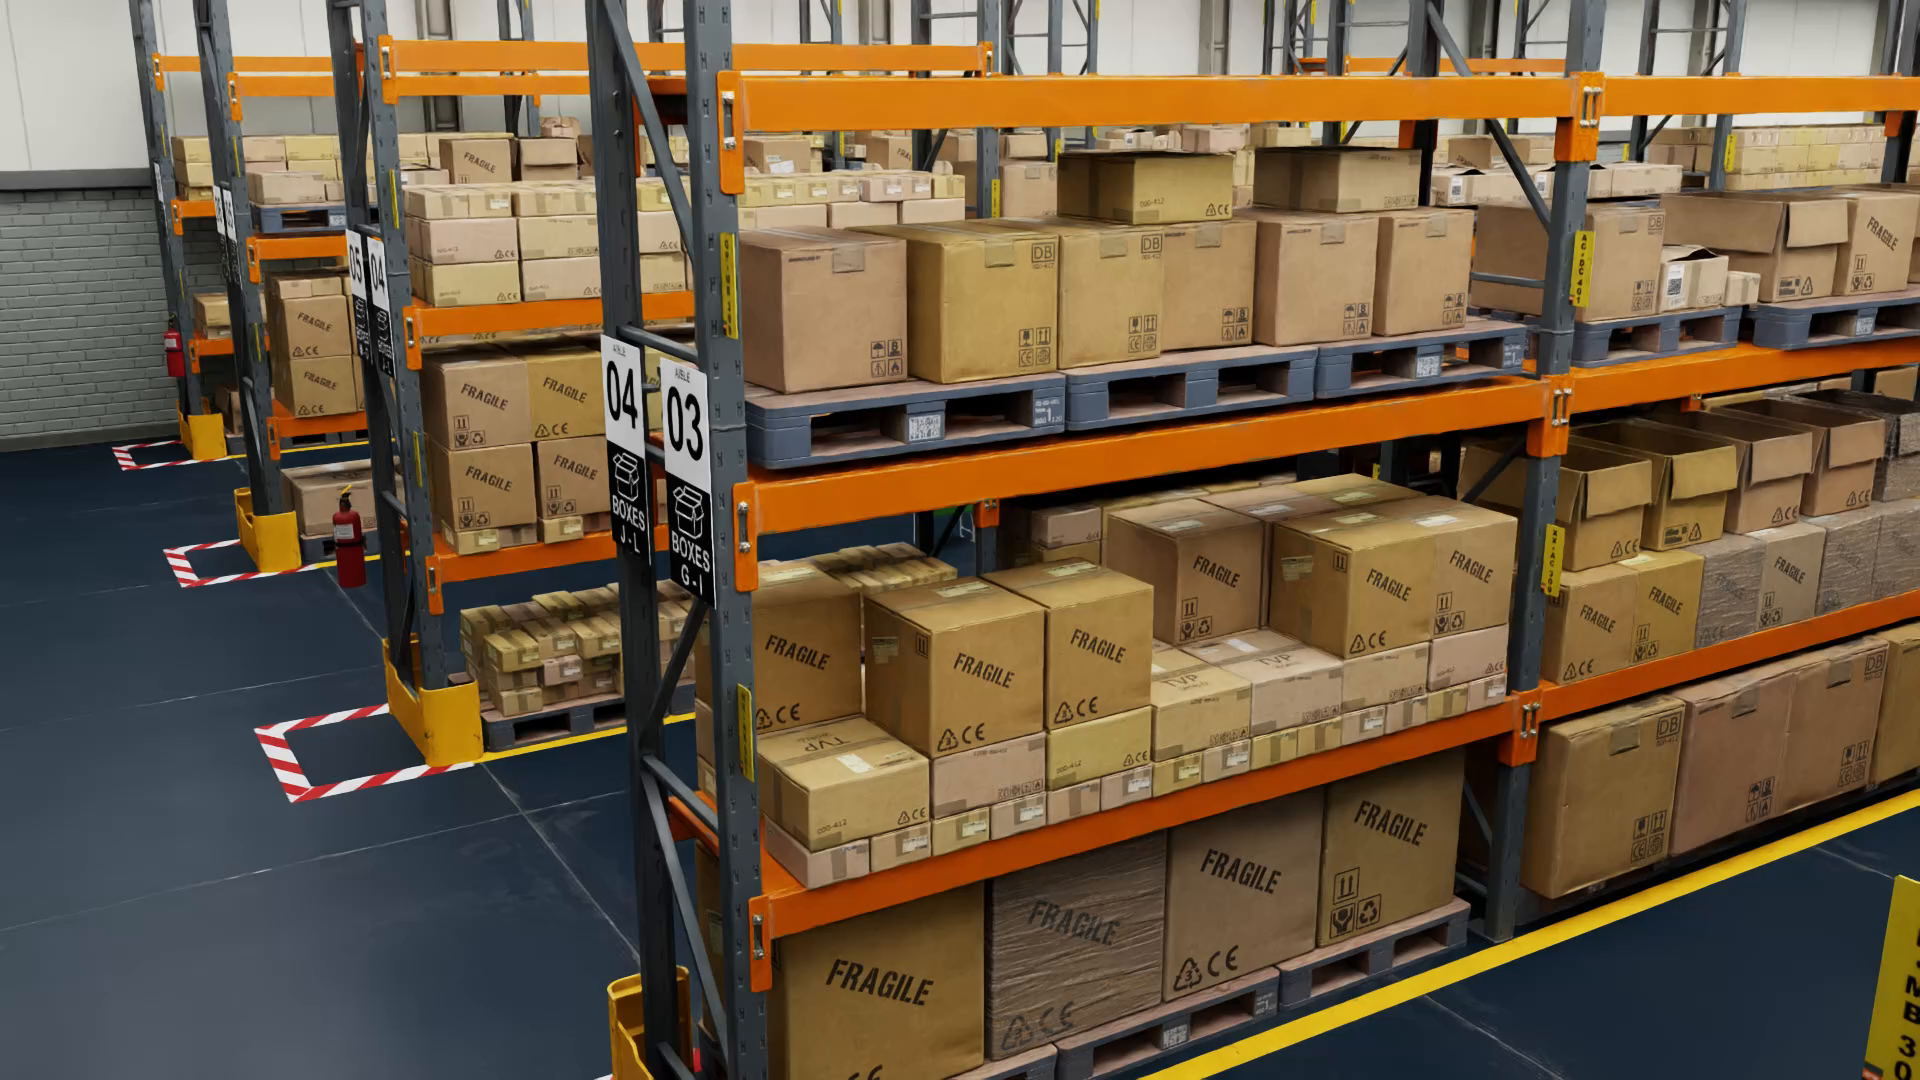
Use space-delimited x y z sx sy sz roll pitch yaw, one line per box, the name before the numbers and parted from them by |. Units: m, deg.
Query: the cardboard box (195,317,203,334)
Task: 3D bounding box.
cardboard box | -8.523 -2.451 18.900 0.250 0.149 0.380 -9 18 -30

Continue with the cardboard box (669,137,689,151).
cardboard box | -3.468 -4.904 20.581 0.250 0.149 0.380 -9 18 -29

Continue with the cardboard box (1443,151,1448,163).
cardboard box | 6.001 -4.708 20.657 0.500 0.250 0.500 -9 18 -29

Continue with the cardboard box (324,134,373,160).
cardboard box | -6.858 -4.436 18.759 0.500 0.250 0.500 -9 18 -28

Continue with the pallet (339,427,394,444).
pallet | -6.876 -1.411 19.892 1.213 0.211 1.003 -9 18 -30

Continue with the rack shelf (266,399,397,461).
rack shelf | -4.394 -1.247 15.474 4.000 0.370 1.077 -9 18 -30

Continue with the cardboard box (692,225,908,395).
cardboard box | -0.587 -0.850 6.019 0.500 0.500 0.700 -11 19 -33

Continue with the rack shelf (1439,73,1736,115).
rack shelf | 5.099 -3.924 14.650 4.000 0.370 1.077 -9 18 -30

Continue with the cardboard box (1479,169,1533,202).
cardboard box | 4.548 -3.038 14.288 0.500 0.250 0.500 -9 18 -28

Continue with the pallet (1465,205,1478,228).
pallet | 4.866 -2.908 14.858 1.213 0.211 1.003 -8 18 -27

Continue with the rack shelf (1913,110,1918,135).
rack shelf | 7.567 -2.762 10.506 4.000 0.370 1.077 -9 18 -30

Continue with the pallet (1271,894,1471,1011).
pallet | 1.731 1.852 8.253 1.213 0.211 1.003 -9 18 -30

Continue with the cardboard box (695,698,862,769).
cardboard box | -0.726 0.778 6.645 0.500 0.250 0.500 -10 18 -31

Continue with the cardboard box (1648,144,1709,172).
cardboard box | 7.103 -3.746 16.262 0.500 0.250 0.500 -9 18 -30

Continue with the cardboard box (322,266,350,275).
cardboard box | -5.521 -2.350 14.836 0.250 0.149 0.380 -9 18 -30

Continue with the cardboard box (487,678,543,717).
cardboard box | -2.859 0.988 10.673 0.250 0.149 0.380 -9 18 -29

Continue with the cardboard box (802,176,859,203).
cardboard box | -0.867 -2.346 11.119 0.250 0.149 0.380 -8 18 -28

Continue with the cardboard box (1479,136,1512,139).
cardboard box | 6.774 -5.042 21.108 0.250 0.149 0.380 -9 18 -29

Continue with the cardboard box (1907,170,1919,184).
cardboard box | 6.133 -1.992 10.130 0.500 0.500 0.500 -9 18 -28

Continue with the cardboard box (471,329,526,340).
cardboard box | -4.247 -2.062 15.012 0.500 0.500 0.500 -9 18 -29

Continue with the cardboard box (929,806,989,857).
cardboard box | -0.092 1.054 6.399 0.250 0.149 0.380 -10 18 -31

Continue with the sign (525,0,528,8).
sign | -4.976 -6.268 19.060 0.005 0.325 0.100 -9 18 -30

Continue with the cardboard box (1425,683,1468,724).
cardboard box | 2.110 0.696 7.674 0.250 0.149 0.380 -9 18 -29

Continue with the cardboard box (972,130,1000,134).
cardboard box | 0.465 -5.519 23.027 0.500 0.311 0.500 -10 18 -32

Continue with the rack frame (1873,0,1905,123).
rack frame | 10.242 -5.297 17.474 0.127 3.000 1.000 -9 18 -30

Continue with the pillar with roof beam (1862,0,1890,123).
pillar with roof beam | 21.632 -9.194 31.376 0.400 9.000 9.100 -9 18 -30

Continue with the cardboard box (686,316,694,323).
cardboard box | -2.427 -2.157 16.741 0.500 0.250 0.500 -9 18 -30

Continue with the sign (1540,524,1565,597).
sign | 2.711 0.095 7.605 0.005 0.325 0.100 -9 18 -30

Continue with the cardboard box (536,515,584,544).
cardboard box | -2.571 -0.102 10.523 0.250 0.149 0.380 -10 18 -31

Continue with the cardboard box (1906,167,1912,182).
cardboard box | 9.478 -3.752 17.021 0.250 0.149 0.380 -9 18 -29

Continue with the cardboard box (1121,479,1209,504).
cardboard box | 1.620 -0.286 13.177 0.500 0.250 0.500 -8 18 -28

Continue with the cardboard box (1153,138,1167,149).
cardboard box | 2.818 -5.804 24.343 0.250 0.149 0.380 -9 18 -28

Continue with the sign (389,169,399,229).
sign | -3.193 -1.924 9.379 0.005 0.325 0.100 -9 18 -30

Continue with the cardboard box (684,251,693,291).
cardboard box | -1.620 -1.776 10.747 0.500 0.250 0.500 -9 18 -30

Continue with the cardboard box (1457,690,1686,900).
cardboard box | 2.962 1.149 8.753 0.875 0.875 1.225 -9 18 -30

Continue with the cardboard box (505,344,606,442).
cardboard box | -2.522 -0.930 10.420 0.500 0.500 0.500 -9 18 -28

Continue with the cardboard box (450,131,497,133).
cardboard box | -5.810 -4.772 19.961 0.500 0.250 0.500 -9 18 -30

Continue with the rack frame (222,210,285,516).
rack frame | -6.109 -1.315 14.385 0.127 3.000 1.000 -9 18 -30

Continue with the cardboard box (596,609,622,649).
cardboard box | -2.223 0.580 11.024 0.250 0.149 0.380 -10 19 -32

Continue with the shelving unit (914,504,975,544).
shelving unit | -0.142 -0.555 15.006 0.503 1.200 0.258 -9 18 -30

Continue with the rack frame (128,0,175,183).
rack frame | -8.668 -5.352 17.671 0.127 3.000 1.000 -9 18 -30

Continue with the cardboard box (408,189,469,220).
cardboard box | -3.078 -1.981 9.817 0.250 0.149 0.380 -9 18 -30

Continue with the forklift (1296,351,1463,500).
forklift | 2.888 -0.161 10.395 1.130 2.935 3.031 -10 18 -31

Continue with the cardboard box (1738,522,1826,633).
cardboard box | 4.247 0.155 8.956 0.500 0.500 0.500 -9 18 -29

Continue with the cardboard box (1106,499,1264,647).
cardboard box | 1.012 0.137 7.542 0.500 0.500 0.500 -10 18 -31

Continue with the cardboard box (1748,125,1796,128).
cardboard box | 8.264 -4.146 16.950 0.250 0.149 0.380 -9 18 -29

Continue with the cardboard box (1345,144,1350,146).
cardboard box | 3.172 -3.041 13.380 0.258 0.266 0.396 -9 18 -30

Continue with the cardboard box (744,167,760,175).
cardboard box | -2.071 -3.442 15.885 0.258 0.266 0.396 -9 18 -30

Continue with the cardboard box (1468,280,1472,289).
cardboard box | 4.646 -2.028 14.891 0.500 0.500 0.700 -10 18 -31

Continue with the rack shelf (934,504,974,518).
rack shelf | -0.142 -0.262 15.088 0.480 0.148 0.258 -9 18 -30

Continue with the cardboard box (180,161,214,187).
cardboard box | -8.147 -3.977 18.050 0.500 0.250 0.500 -9 18 -30

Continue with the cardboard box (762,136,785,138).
cardboard box | -2.435 -5.106 21.337 0.250 0.149 0.380 -10 18 -32

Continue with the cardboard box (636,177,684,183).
cardboard box | -2.009 -2.312 10.996 0.250 0.149 0.380 -10 18 -31

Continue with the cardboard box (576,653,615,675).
cardboard box | -2.464 0.750 10.969 0.250 0.149 0.380 -9 18 -29

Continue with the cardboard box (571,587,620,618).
cardboard box | -2.494 0.459 11.456 0.250 0.149 0.380 -10 19 -32
